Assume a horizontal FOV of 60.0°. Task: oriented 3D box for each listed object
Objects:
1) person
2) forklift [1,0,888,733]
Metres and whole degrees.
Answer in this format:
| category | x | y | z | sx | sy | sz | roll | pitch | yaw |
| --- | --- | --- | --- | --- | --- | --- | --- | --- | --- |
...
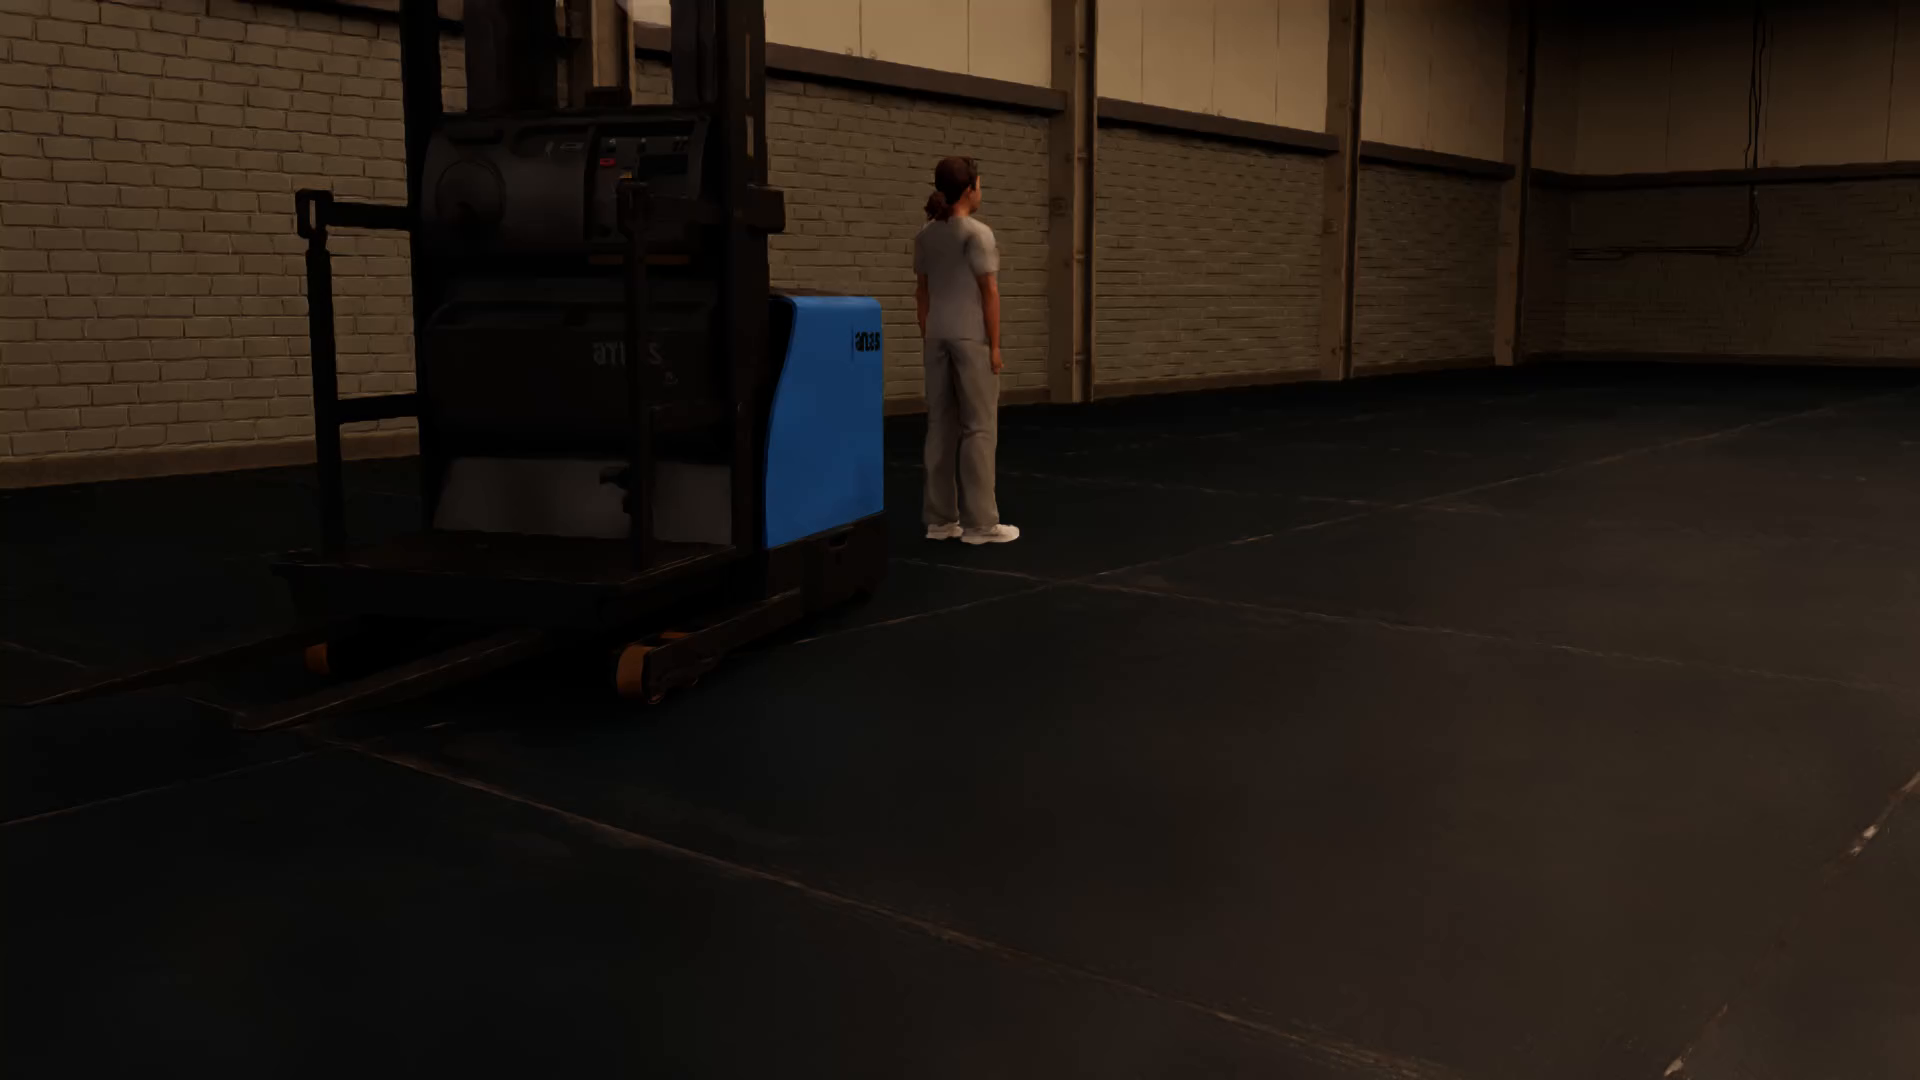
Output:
| category | x | y | z | sx | sy | sz | roll | pitch | yaw |
| --- | --- | --- | --- | --- | --- | --- | --- | --- | --- |
| person | 0.005 | -0.828 | 7.291 | 0.432 | 1.673 | 0.365 | 7 | 11 | 38 |
| forklift | -1.219 | -1.076 | 4.636 | 1.130 | 2.935 | 3.031 | 3 | 9 | 19 |
